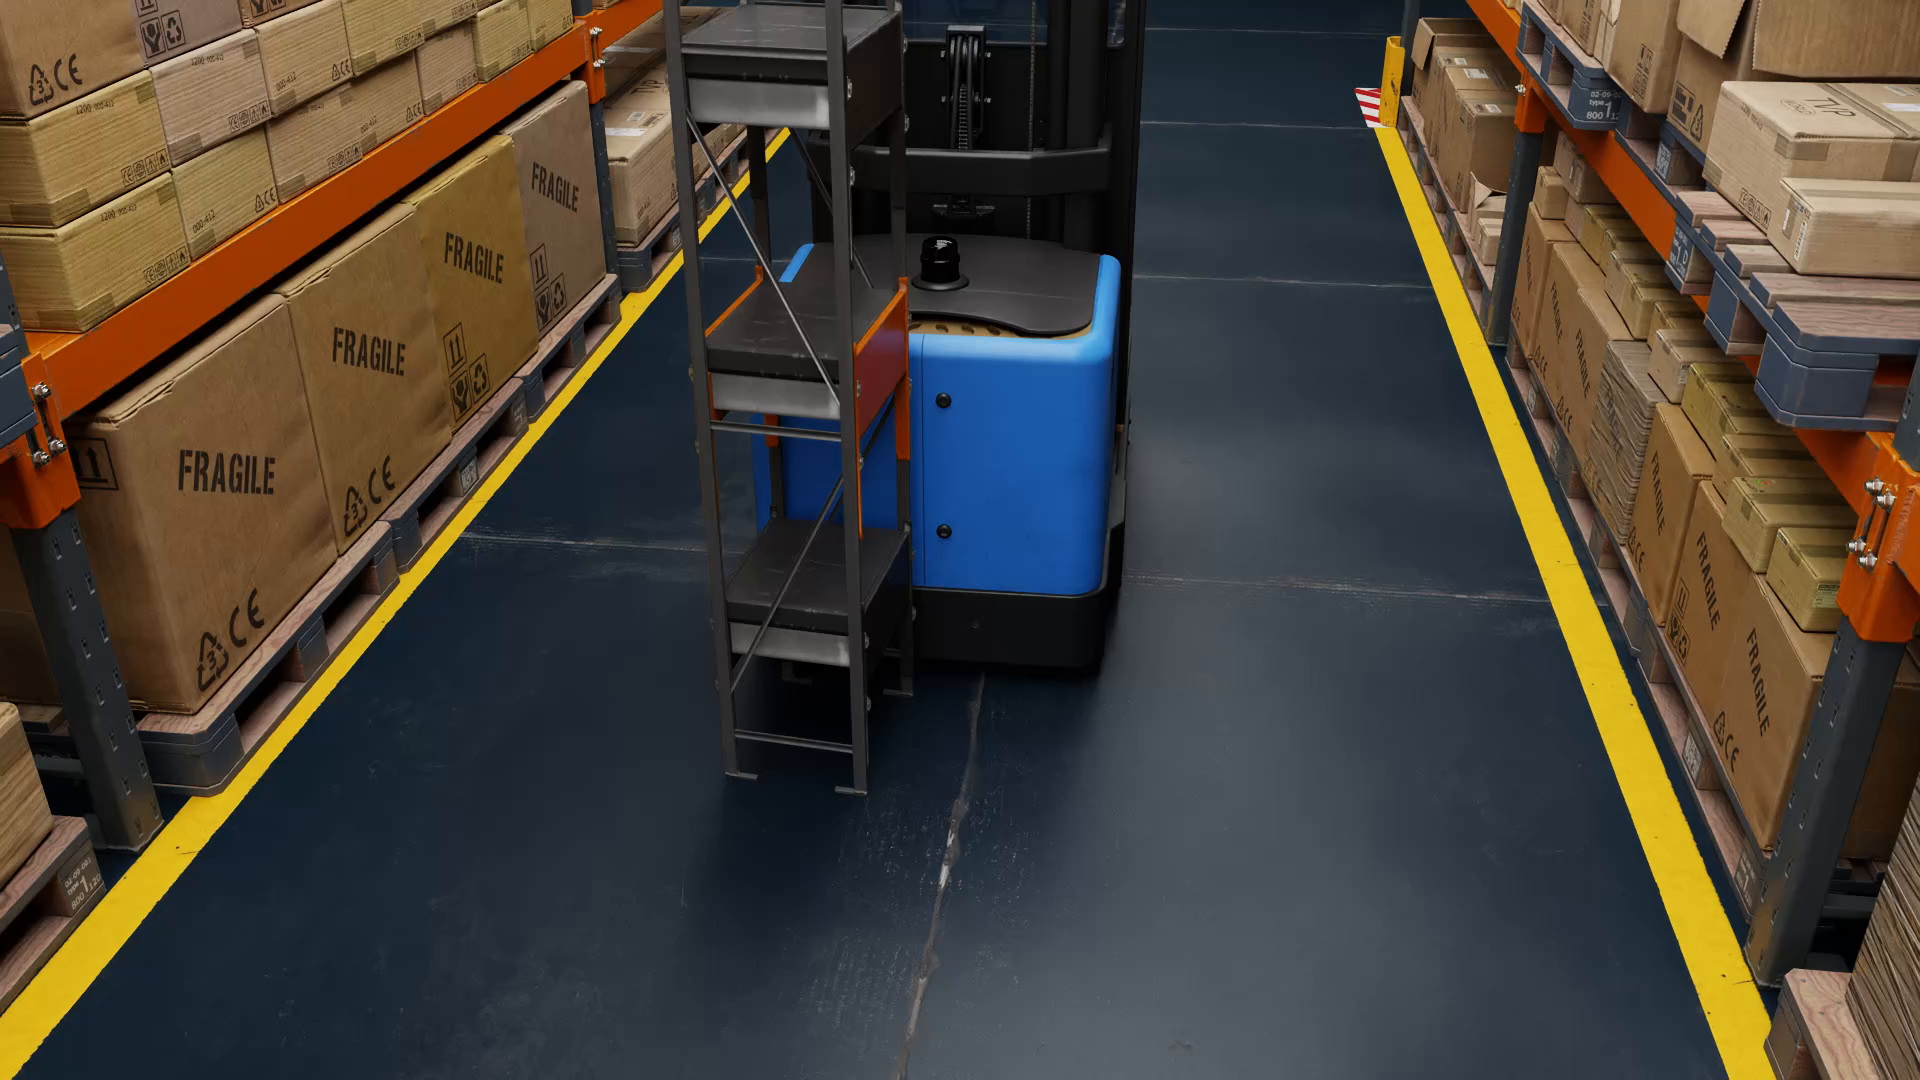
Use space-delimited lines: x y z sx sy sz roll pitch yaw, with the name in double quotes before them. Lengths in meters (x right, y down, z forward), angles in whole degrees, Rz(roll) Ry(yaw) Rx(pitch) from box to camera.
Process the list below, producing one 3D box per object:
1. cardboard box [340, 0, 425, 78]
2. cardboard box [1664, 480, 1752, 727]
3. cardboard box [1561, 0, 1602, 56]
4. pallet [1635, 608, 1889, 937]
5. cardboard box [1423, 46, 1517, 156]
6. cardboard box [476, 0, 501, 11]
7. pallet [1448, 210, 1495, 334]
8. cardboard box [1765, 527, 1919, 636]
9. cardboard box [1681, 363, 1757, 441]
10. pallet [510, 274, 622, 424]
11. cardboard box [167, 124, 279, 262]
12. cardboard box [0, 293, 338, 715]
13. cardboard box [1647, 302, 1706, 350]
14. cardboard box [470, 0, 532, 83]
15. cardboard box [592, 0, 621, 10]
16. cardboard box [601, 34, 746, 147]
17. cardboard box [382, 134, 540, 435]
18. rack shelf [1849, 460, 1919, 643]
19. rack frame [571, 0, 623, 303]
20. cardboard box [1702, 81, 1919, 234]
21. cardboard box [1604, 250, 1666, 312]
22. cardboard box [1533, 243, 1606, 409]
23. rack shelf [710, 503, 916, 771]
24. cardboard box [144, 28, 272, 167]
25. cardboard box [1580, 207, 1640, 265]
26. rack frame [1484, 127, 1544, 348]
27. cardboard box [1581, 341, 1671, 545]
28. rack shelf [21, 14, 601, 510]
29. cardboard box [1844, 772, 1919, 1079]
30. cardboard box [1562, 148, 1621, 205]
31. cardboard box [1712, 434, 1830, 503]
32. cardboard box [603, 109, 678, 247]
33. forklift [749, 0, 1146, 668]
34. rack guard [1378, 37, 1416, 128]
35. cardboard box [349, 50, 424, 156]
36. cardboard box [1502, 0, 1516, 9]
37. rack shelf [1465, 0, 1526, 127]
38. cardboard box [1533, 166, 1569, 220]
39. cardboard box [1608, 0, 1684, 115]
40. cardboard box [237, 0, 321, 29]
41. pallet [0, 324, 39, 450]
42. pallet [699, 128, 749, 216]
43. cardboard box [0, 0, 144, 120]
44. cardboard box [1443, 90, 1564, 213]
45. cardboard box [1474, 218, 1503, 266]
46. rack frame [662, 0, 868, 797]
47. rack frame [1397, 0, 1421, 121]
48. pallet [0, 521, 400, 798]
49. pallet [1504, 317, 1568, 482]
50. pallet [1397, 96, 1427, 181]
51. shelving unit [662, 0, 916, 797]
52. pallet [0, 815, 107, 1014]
"cardboard box" -2.067 -1.666 5.310 0.500 0.250 0.500 4 29 7
"cardboard box" 2.250 0.183 4.440 0.500 0.500 0.500 3 28 5
"cardboard box" 2.485 -1.939 5.638 0.700 0.500 0.500 4 29 7
"pallet" 2.469 0.593 4.427 1.003 0.211 1.213 3 28 6
"cardboard box" 3.008 -2.453 9.334 0.700 0.500 0.500 4 29 8
"cardboard box" -1.963 -2.152 6.213 0.500 0.250 0.500 4 29 7
"pallet" 2.915 -1.264 7.874 1.003 0.211 1.213 3 28 6
"cardboard box" 2.149 0.097 3.916 0.380 0.149 0.250 2 28 4
"cardboard box" 2.335 -0.394 4.827 0.380 0.149 0.250 3 28 5
"pallet" -2.117 -0.860 7.124 1.003 0.211 1.213 3 28 6
"cardboard box" -2.232 -0.965 4.536 0.500 0.250 0.500 3 28 5
"cardboard box" -2.420 -0.142 4.649 0.875 0.875 0.875 3 28 6
"cardboard box" 2.420 -0.638 5.281 0.380 0.149 0.250 3 29 6
"cardboard box" -1.965 -1.924 6.316 0.500 0.250 0.500 3 28 5
"cardboard box" -1.780 -2.705 7.503 0.500 0.500 0.500 4 29 8
"cardboard box" -1.692 -2.647 9.760 0.875 0.438 0.875 4 29 8
"cardboard box" -2.196 -0.983 6.209 0.875 0.875 0.875 4 29 8
"rack shelf" 2.095 0.972 1.541 1.077 0.370 4.000 3 28 6
"rack frame" -2.097 -2.455 7.145 1.000 3.000 0.127 3 28 6
"cardboard box" 2.148 -0.920 4.010 0.500 0.250 0.500 2 28 4
"cardboard box" 2.457 -0.884 5.736 0.380 0.149 0.250 3 28 6
"cardboard box" 2.492 -0.787 6.241 0.500 0.500 0.500 3 28 6
"rack shelf" -0.389 0.257 4.563 0.431 0.518 0.480 6 29 12
"cardboard box" -2.215 -1.194 4.434 0.500 0.250 0.500 4 29 7
"cardboard box" 2.545 -1.129 6.191 0.380 0.149 0.250 2 28 4
"rack frame" 2.830 -2.169 6.613 1.000 3.000 0.127 3 28 6
"cardboard box" 2.357 -0.309 5.353 0.500 0.500 0.500 2 28 4
"rack shelf" -2.342 -1.197 5.568 1.077 0.370 4.000 3 28 6
"cardboard box" 2.250 0.868 3.038 0.875 0.625 0.625 4 29 8
"cardboard box" 2.538 -1.391 6.365 0.380 0.149 0.250 2 28 4
"cardboard box" 2.228 -0.155 4.383 0.380 0.149 0.250 2 28 5
"cardboard box" -1.913 -1.801 8.190 0.875 0.438 0.875 3 28 5
"forklift" 0.074 -1.587 5.606 1.130 2.935 3.031 3 28 6
"rack guard" 3.311 -2.915 10.634 1.175 0.500 0.348 3 28 6
"cardboard box" -2.105 -1.444 5.426 0.500 0.250 0.500 3 28 6
"cardboard box" 2.636 -2.470 7.438 0.380 0.149 0.250 4 29 8
"rack shelf" 3.075 -2.793 8.531 1.077 0.370 4.000 3 28 6
"cardboard box" 2.522 -1.385 6.667 0.380 0.149 0.250 5 29 9
"cardboard box" 2.389 -1.570 4.953 0.700 0.500 0.500 3 28 6
"cardboard box" -2.154 -1.751 4.678 0.500 0.500 0.500 4 29 8
"pallet" -2.569 -0.146 3.061 1.213 0.211 1.003 3 28 6
"pallet" -1.779 -2.157 9.531 1.003 0.211 1.213 3 28 6
"cardboard box" -2.284 -1.275 3.794 0.500 0.500 0.500 2 28 5
"cardboard box" 2.880 -1.965 8.427 0.700 0.500 0.500 2 28 4
"cardboard box" 2.607 -1.378 7.708 0.380 0.149 0.250 3 28 5
"rack frame" -0.444 -0.258 4.016 0.400 2.100 0.015 6 29 12
"rack frame" 3.320 -4.051 10.108 1.000 3.000 0.127 3 28 6
"pallet" -2.416 0.289 4.992 1.003 0.211 1.213 3 28 6
"pallet" 2.768 -0.556 6.559 1.003 0.211 1.213 3 28 6
"pallet" 3.214 -2.413 10.006 1.003 0.211 1.213 3 28 6
"shelving unit" -0.389 -0.371 4.225 0.431 2.100 0.503 6 29 12
"pallet" -2.684 1.023 3.629 1.003 0.211 1.213 3 28 6
